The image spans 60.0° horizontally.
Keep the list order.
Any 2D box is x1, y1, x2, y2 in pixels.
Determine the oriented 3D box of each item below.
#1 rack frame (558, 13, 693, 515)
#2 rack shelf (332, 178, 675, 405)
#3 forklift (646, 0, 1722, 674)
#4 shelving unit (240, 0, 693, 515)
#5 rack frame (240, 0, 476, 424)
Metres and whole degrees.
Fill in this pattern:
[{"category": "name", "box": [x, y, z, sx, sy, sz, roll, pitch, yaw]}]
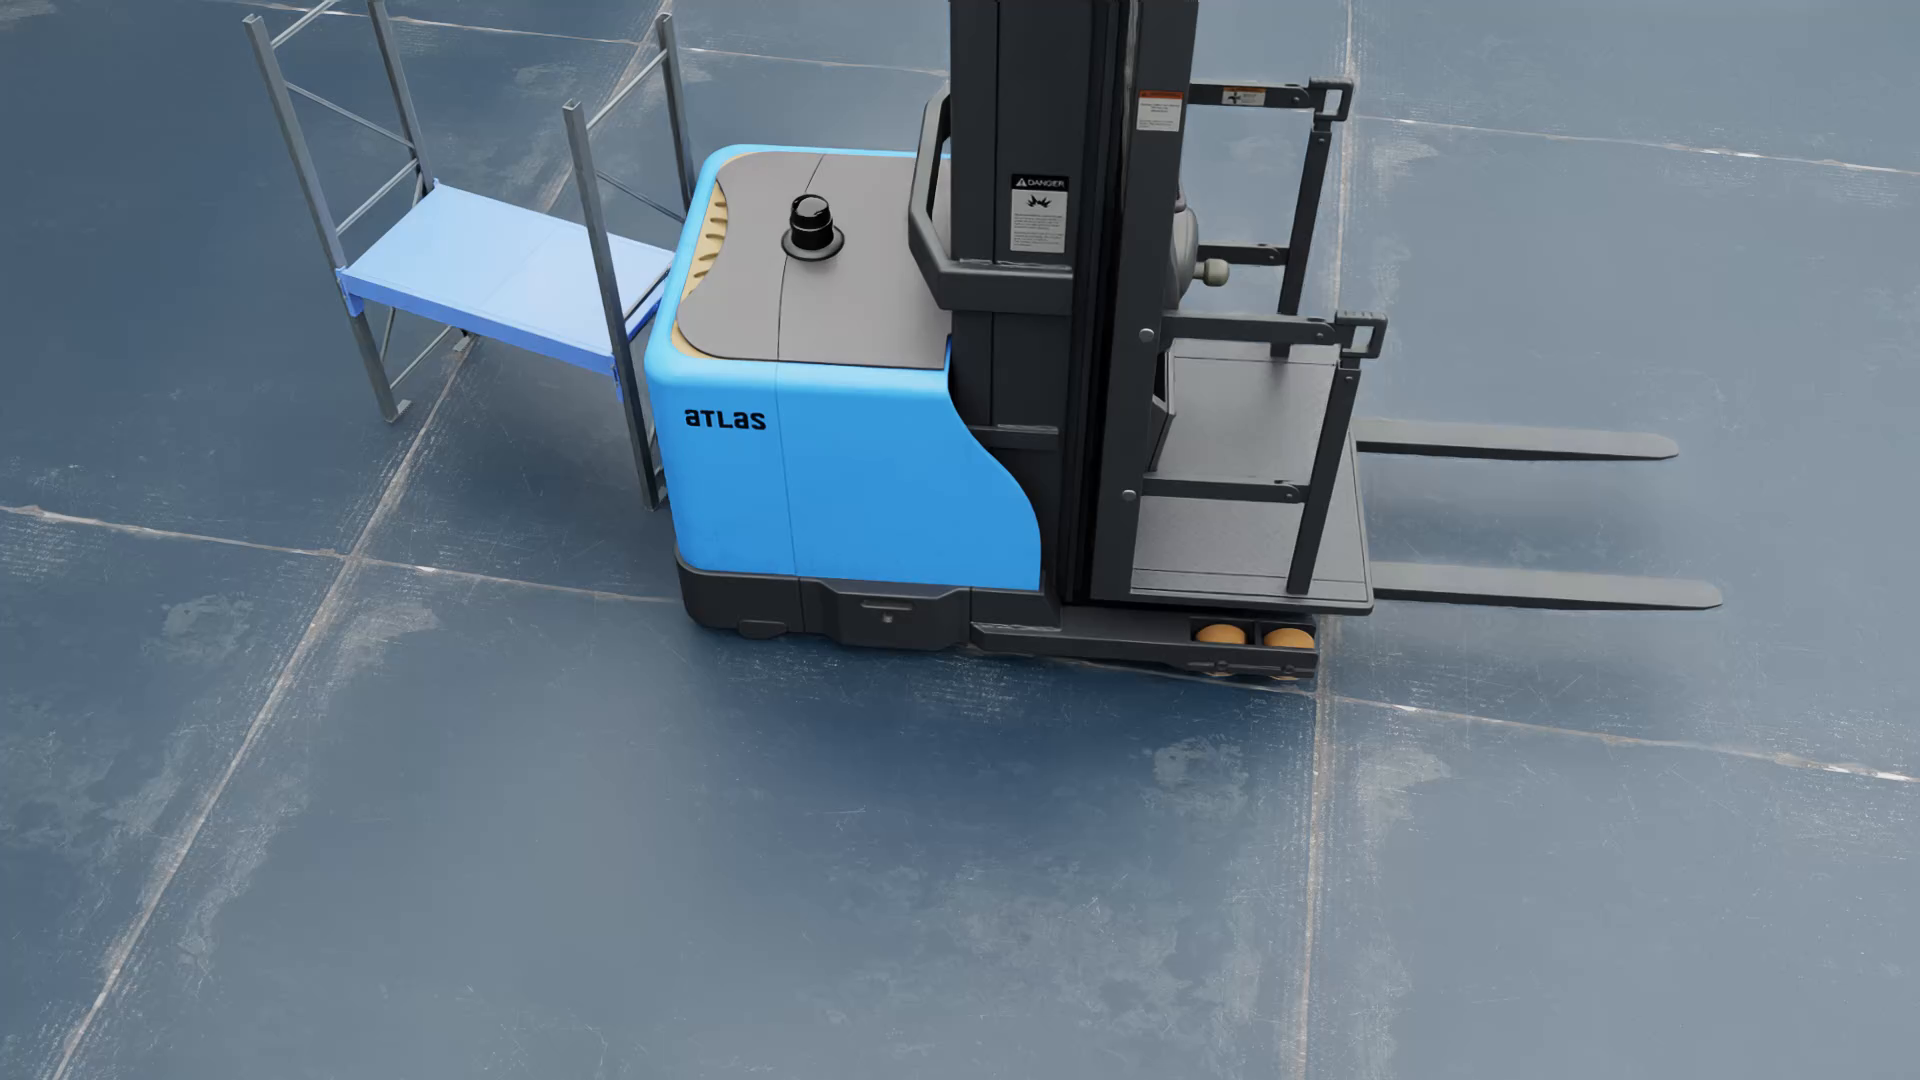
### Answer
[{"category": "rack frame", "box": [-0.904, -0.757, 4.922, 0.032, 1.500, 0.500, 18, 51, 16]}, {"category": "rack shelf", "box": [-1.368, -0.792, 5.195, 1.000, 0.185, 0.538, 18, 51, 16]}, {"category": "forklift", "box": [0.716, -0.993, 4.172, 3.031, 2.935, 1.130, 2, 48, 2]}, {"category": "shelving unit", "box": [-1.368, -0.912, 5.061, 1.048, 1.500, 0.538, 18, 51, 16]}, {"category": "rack frame", "box": [-1.832, -1.067, 5.200, 0.032, 1.500, 0.500, 18, 51, 16]}]
